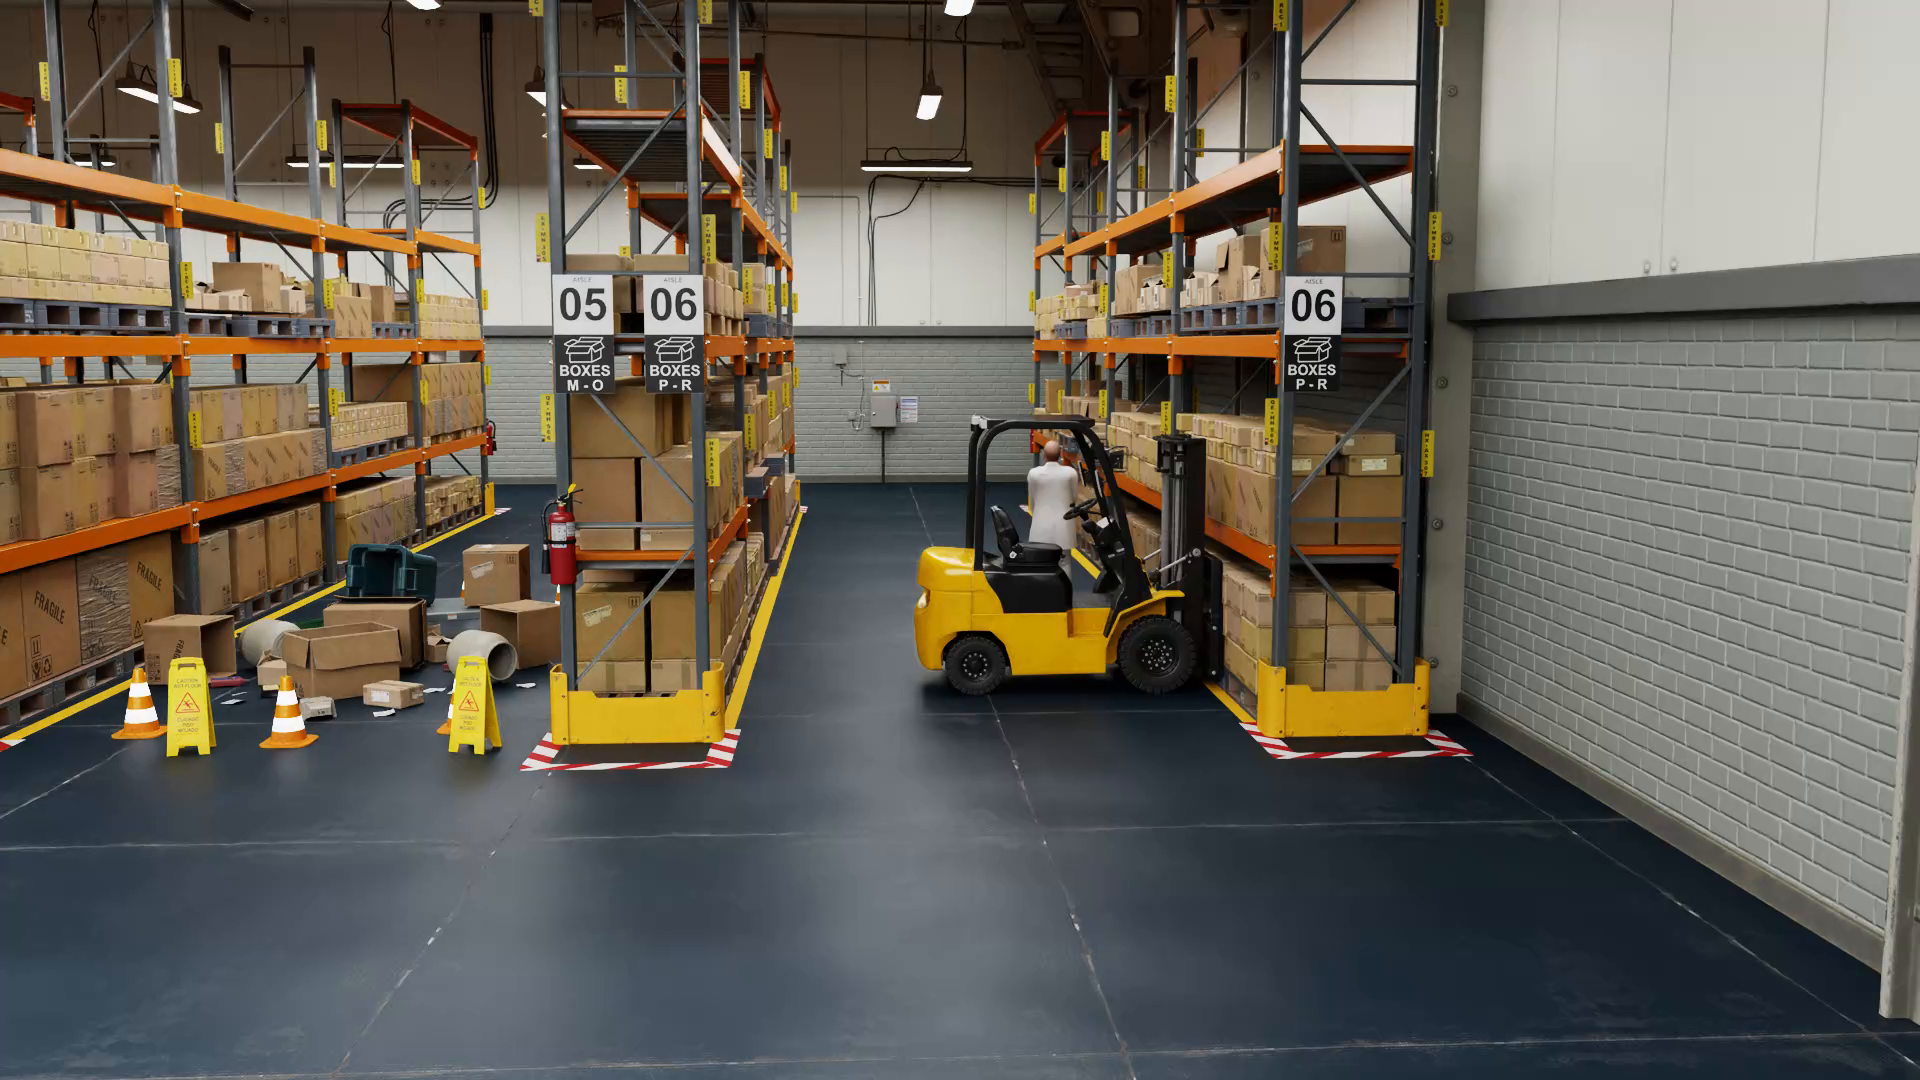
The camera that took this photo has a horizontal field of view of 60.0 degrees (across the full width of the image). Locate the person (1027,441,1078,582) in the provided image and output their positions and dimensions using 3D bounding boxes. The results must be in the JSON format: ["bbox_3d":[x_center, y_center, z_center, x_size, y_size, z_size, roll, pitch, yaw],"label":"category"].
[{"bbox_3d":[0.940,-0.145,17.061,0.529,1.770,0.555,0,7,-2],"label":"person"}]
